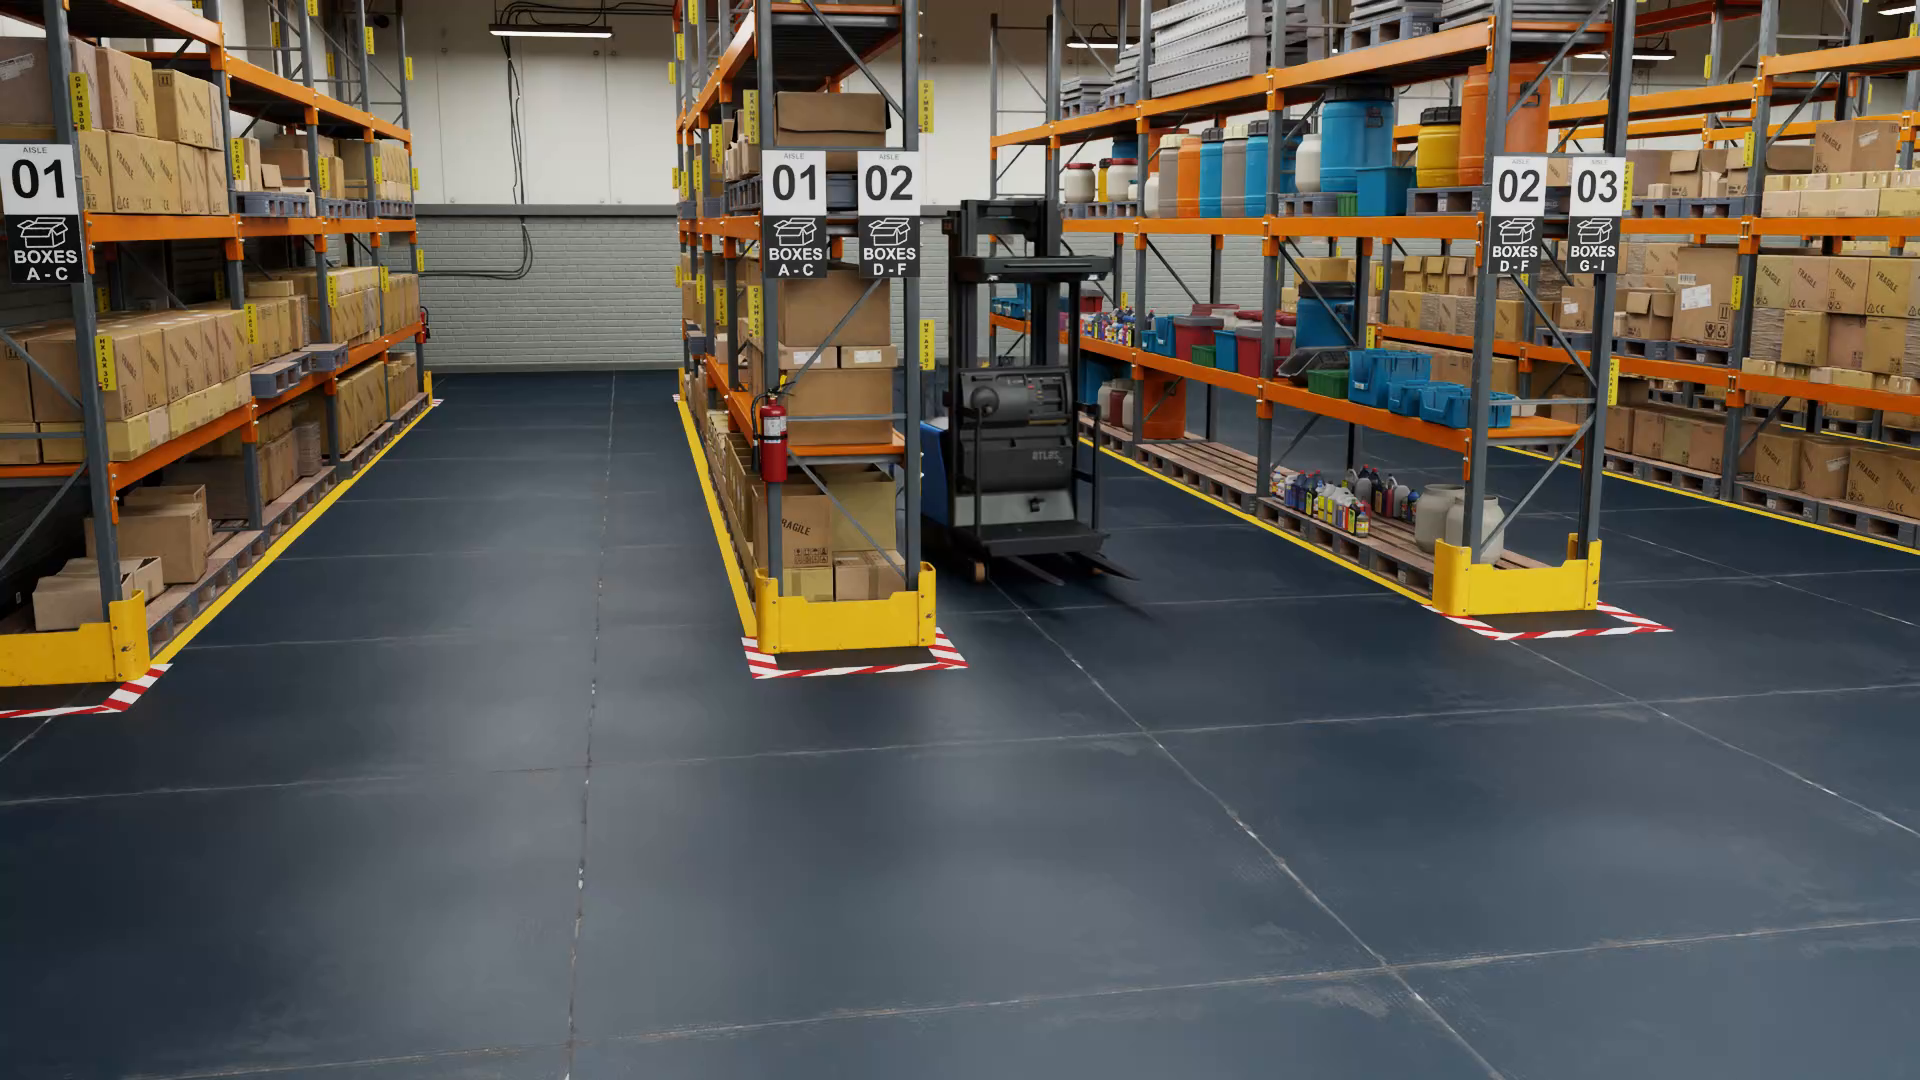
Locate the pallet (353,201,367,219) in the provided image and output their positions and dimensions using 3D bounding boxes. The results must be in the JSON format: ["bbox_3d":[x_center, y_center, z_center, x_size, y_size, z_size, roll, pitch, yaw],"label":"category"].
[{"bbox_3d":[-7.728,-4.023,20.299,0.805,0.209,1.217,-3,11,-13],"label":"pallet"}]

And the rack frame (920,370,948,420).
[{"bbox_3d":[-0.107,-0.753,14.641,0.500,1.500,0.032,-4,11,-18],"label":"rack frame"}]

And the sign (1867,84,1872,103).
[{"bbox_3d":[16.099,-7.906,29.457,0.100,0.325,0.005,-2,11,-11],"label":"sign"}]

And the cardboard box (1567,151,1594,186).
[{"bbox_3d":[7.333,-4.196,19.093,0.500,0.500,0.500,-2,11,-11],"label":"cardboard box"}]

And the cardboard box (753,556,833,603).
[{"bbox_3d":[-1.157,0.267,11.501,0.500,0.250,0.500,-2,11,-11],"label":"cardboard box"}]

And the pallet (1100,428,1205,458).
[{"bbox_3d":[2.347,-1.210,20.487,1.003,0.211,1.213,-2,11,-11],"label":"pallet"}]

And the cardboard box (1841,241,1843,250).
[{"bbox_3d":[15.420,-5.131,28.953,0.380,0.149,0.250,-2,11,-9],"label":"cardboard box"}]

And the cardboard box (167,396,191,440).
[{"bbox_3d":[-5.613,-0.834,11.405,0.500,0.250,0.500,-2,11,-12],"label":"cardboard box"}]

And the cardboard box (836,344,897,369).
[{"bbox_3d":[-0.628,-1.237,11.172,0.380,0.149,0.250,-2,11,-11],"label":"cardboard box"}]

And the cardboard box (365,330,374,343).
[{"bbox_3d":[-7.424,-2.503,20.446,0.380,0.149,0.250,-2,11,-11],"label":"cardboard box"}]

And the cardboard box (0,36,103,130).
[{"bbox_3d":[-5.458,-2.712,9.905,0.500,0.500,0.500,-3,11,-15],"label":"cardboard box"}]

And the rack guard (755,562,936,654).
[{"bbox_3d":[-0.758,0.443,11.033,1.175,0.500,0.348,-2,11,-11],"label":"rack guard"}]

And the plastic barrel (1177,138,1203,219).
[{"bbox_3d":[2.615,-3.842,17.691,0.600,0.830,0.708,-2,11,-11],"label":"plastic barrel"}]

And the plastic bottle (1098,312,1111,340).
[{"bbox_3d":[1.831,-2.711,21.050,0.144,0.351,0.185,-2,11,-11],"label":"plastic bottle"}]

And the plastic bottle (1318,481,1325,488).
[{"bbox_3d":[3.215,-0.393,14.860,0.097,0.271,0.097,0,11,0],"label":"plastic bottle"}]

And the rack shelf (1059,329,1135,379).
[{"bbox_3d":[2.152,-2.450,21.469,1.077,0.370,4.000,-2,11,-11],"label":"rack shelf"}]

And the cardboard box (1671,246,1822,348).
[{"bbox_3d":[8.160,-2.535,17.263,1.000,1.000,1.000,-2,11,-11],"label":"cardboard box"}]

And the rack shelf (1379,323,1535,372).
[{"bbox_3d":[7.010,-2.630,22.415,1.077,0.370,4.000,-2,11,-11],"label":"rack shelf"}]

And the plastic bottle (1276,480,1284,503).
[{"bbox_3d":[2.971,-0.451,15.352,0.097,0.201,0.097,0,11,0],"label":"plastic bottle"}]

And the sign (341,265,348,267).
[{"bbox_3d":[-9.278,-3.988,25.102,0.100,0.325,0.005,-2,11,-11],"label":"sign"}]

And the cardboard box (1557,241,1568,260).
[{"bbox_3d":[10.555,-4.840,28.366,0.500,0.500,0.500,-2,11,-11],"label":"cardboard box"}]

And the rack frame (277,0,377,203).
[{"bbox_3d":[-7.955,-5.757,20.875,1.000,3.000,0.127,-2,11,-11],"label":"rack frame"}]

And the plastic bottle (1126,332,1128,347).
[{"bbox_3d":[2.039,-2.419,19.916,0.097,0.201,0.097,0,11,0],"label":"plastic bottle"}]

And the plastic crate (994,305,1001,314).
[{"bbox_3d":[0.691,-3.684,26.576,0.250,0.136,0.298,-2,11,-11],"label":"plastic crate"}]

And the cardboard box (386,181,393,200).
[{"bbox_3d":[-7.916,-4.695,22.331,0.500,0.250,0.500,-2,11,-12],"label":"cardboard box"}]

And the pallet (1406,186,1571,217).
[{"bbox_3d":[4.032,-2.505,12.319,1.003,0.211,1.213,-2,11,-11],"label":"pallet"}]

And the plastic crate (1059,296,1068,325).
[{"bbox_3d":[1.338,-3.265,23.709,0.392,0.384,0.575,-2,11,-11],"label":"plastic crate"}]

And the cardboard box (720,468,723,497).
[{"bbox_3d":[-2.002,-0.537,15.727,0.500,0.250,0.500,-2,11,-12],"label":"cardboard box"}]

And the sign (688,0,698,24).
[{"bbox_3d":[-2.849,-5.680,17.763,0.100,0.325,0.005,-2,11,-11],"label":"sign"}]

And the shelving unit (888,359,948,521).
[{"bbox_3d":[-0.268,-0.843,15.114,0.538,1.500,1.048,-4,11,-18],"label":"shelving unit"}]

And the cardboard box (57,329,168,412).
[{"bbox_3d":[-5.505,-1.103,10.810,0.500,0.500,0.500,-2,11,-11],"label":"cardboard box"}]

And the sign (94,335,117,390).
[{"bbox_3d":[-5.089,-1.054,9.895,0.100,0.325,0.005,-2,11,-11],"label":"sign"}]

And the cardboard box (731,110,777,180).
[{"bbox_3d":[-1.344,-3.016,12.724,0.797,0.503,0.637,-1,11,-5],"label":"cardboard box"}]

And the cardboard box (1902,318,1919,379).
[{"bbox_3d":[8.605,-1.627,14.159,0.875,0.500,0.500,-2,11,-11],"label":"cardboard box"}]

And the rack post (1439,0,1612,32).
[{"bbox_3d":[4.075,-3.814,12.004,0.937,0.300,0.954,-1,11,-5],"label":"rack post"}]

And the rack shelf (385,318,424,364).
[{"bbox_3d":[-8.344,-2.823,23.430,1.077,0.370,4.000,-2,11,-11],"label":"rack shelf"}]

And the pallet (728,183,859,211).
[{"bbox_3d":[-1.349,-2.798,13.588,1.003,0.211,1.213,-2,11,-11],"label":"pallet"}]

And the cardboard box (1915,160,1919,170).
[{"bbox_3d":[12.376,-4.856,21.849,0.396,0.266,0.258,-2,11,-11],"label":"cardboard box"}]

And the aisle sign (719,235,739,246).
[{"bbox_3d":[-3.587,-5.025,26.122,0.394,0.787,0.004,-2,11,-11],"label":"aisle sign"}]

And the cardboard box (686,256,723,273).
[{"bbox_3d":[-3.551,-3.708,23.214,0.500,0.500,0.500,-2,11,-12],"label":"cardboard box"}]

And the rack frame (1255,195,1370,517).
[{"bbox_3d":[3.319,-1.703,15.620,1.000,3.000,0.127,-2,11,-11],"label":"rack frame"}]

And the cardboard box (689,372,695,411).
[{"bbox_3d":[-3.486,-2.073,23.073,0.500,0.500,0.500,-2,11,-11],"label":"cardboard box"}]

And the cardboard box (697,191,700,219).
[{"bbox_3d":[-2.637,-4.047,19.648,0.910,0.500,0.500,-2,11,-11],"label":"cardboard box"}]

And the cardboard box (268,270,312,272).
[{"bbox_3d":[-7.813,-3.006,19.345,0.500,0.250,0.500,-2,11,-12],"label":"cardboard box"}]

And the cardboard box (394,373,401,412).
[{"bbox_3d":[-8.094,-2.021,22.855,0.700,0.500,0.500,-2,11,-12],"label":"cardboard box"}]

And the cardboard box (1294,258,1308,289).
[{"bbox_3d":[5.769,-4.335,27.050,0.500,0.500,0.500,-2,11,-12],"label":"cardboard box"}]

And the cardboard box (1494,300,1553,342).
[{"bbox_3d":[7.060,-2.747,20.839,0.500,0.500,0.500,-2,11,-9],"label":"cardboard box"}]

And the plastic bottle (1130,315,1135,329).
[{"bbox_3d":[2.278,-2.812,21.790,0.097,0.271,0.097,0,11,0],"label":"plastic bottle"}]

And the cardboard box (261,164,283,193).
[{"bbox_3d":[-7.016,-3.369,16.023,0.797,0.503,0.637,-1,11,-3],"label":"cardboard box"}]

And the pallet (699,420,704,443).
[{"bbox_3d":[-2.901,-1.473,21.870,1.003,0.211,1.213,-2,11,-11],"label":"pallet"}]

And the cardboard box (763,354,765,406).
[{"bbox_3d":[-1.145,-1.209,12.757,0.700,0.500,0.500,-2,11,-9],"label":"cardboard box"}]

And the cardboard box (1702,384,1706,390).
[{"bbox_3d":[11.750,-2.396,25.765,0.380,0.149,0.250,-3,11,-13],"label":"cardboard box"}]

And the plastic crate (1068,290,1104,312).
[{"bbox_3d":[1.835,-3.404,24.225,0.402,0.464,0.583,-2,11,-11],"label":"plastic crate"}]

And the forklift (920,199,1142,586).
[{"bbox_3d":[0.520,-1.190,13.112,1.130,2.935,3.031,-4,11,-18],"label":"forklift"}]

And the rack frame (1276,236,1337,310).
[{"bbox_3d":[5.843,-4.084,28.129,1.000,3.000,0.127,-2,11,-11],"label":"rack frame"}]

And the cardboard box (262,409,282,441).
[{"bbox_3d":[-6.832,-1.101,15.964,0.500,0.250,0.500,-2,11,-11],"label":"cardboard box"}]

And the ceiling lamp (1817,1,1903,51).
[{"bbox_3d":[17.627,-10.847,32.006,2.000,3.185,0.800,-2,11,-11],"label":"ceiling lamp"}]

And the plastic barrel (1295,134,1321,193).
[{"bbox_3d":[3.210,-3.351,14.837,0.421,0.512,0.421,0,11,0],"label":"plastic barrel"}]

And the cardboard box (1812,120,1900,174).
[{"bbox_3d":[8.515,-3.724,15.817,0.500,0.500,0.500,-2,11,-13],"label":"cardboard box"}]
